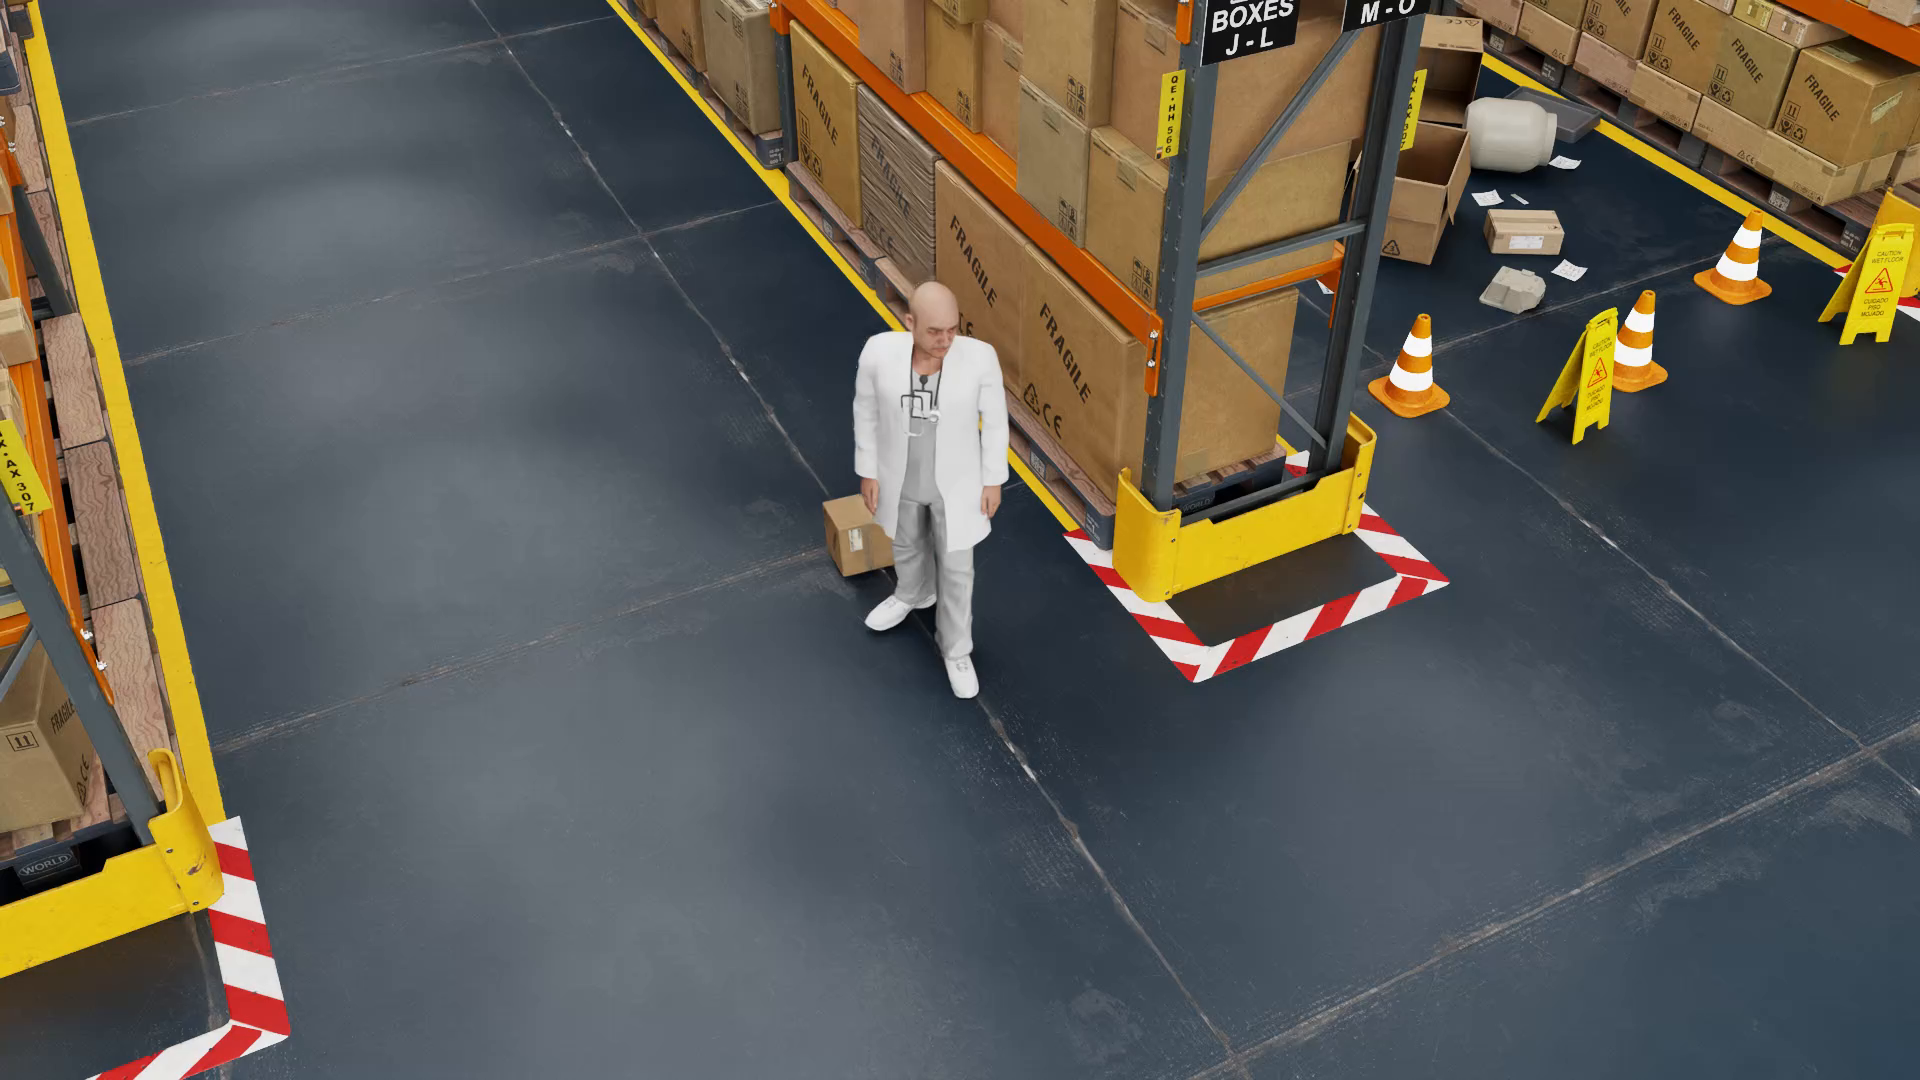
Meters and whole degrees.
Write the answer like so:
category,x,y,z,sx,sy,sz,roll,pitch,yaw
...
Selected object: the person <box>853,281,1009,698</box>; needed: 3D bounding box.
category,x,y,z,sx,sy,sz,roll,pitch,yaw
person,-0.117,-0.230,6.423,0.599,1.780,0.606,7,41,9
